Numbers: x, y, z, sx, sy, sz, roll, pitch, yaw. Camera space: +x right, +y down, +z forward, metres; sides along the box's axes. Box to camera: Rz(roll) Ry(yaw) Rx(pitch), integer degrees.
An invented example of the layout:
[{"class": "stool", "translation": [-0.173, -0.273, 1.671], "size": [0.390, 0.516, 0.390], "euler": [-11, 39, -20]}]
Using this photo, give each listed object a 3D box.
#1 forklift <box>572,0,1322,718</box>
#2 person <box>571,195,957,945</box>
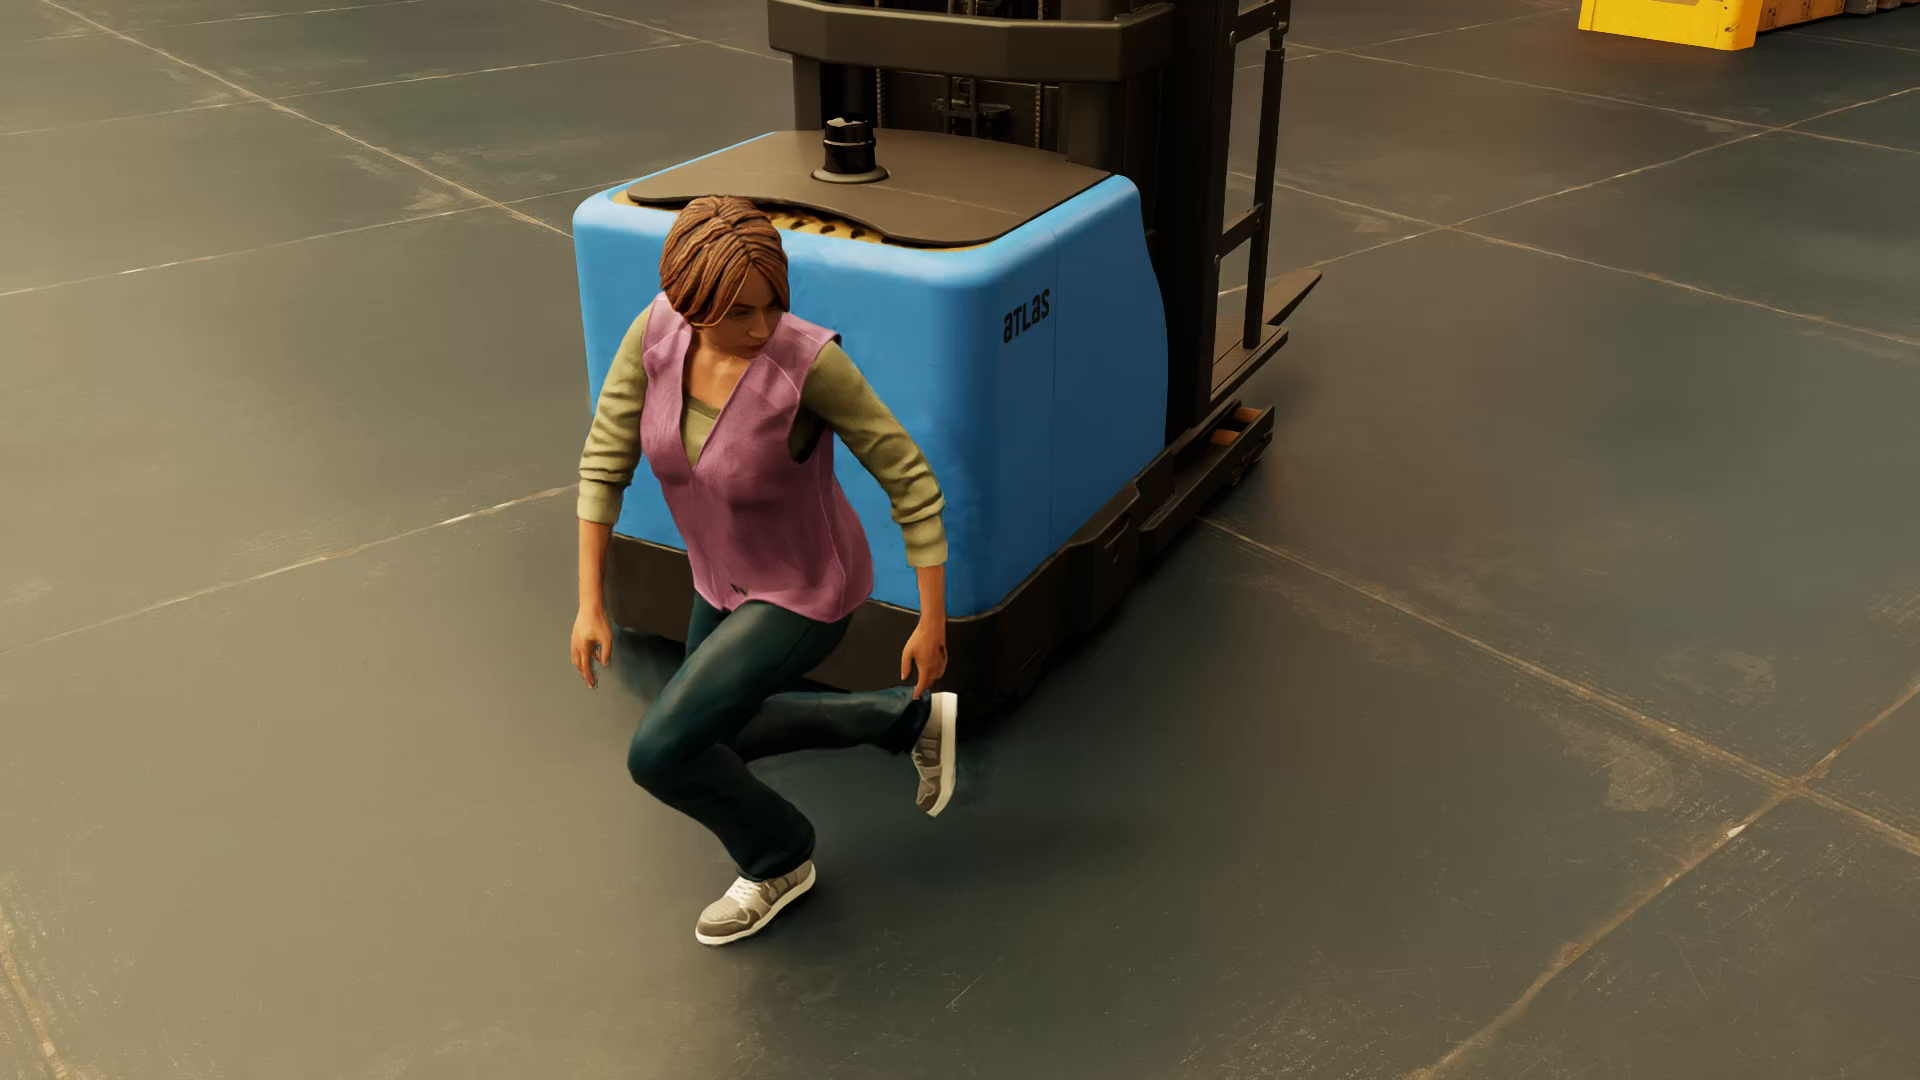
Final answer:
[{"class": "forklift", "translation": [0.285, -1.552, 4.331], "size": [1.130, 2.935, 3.031], "euler": [13, 29, 25]}, {"class": "person", "translation": [-0.271, 0.067, 2.848], "size": [0.730, 1.386, 0.543], "euler": [-21, 33, -35]}]
